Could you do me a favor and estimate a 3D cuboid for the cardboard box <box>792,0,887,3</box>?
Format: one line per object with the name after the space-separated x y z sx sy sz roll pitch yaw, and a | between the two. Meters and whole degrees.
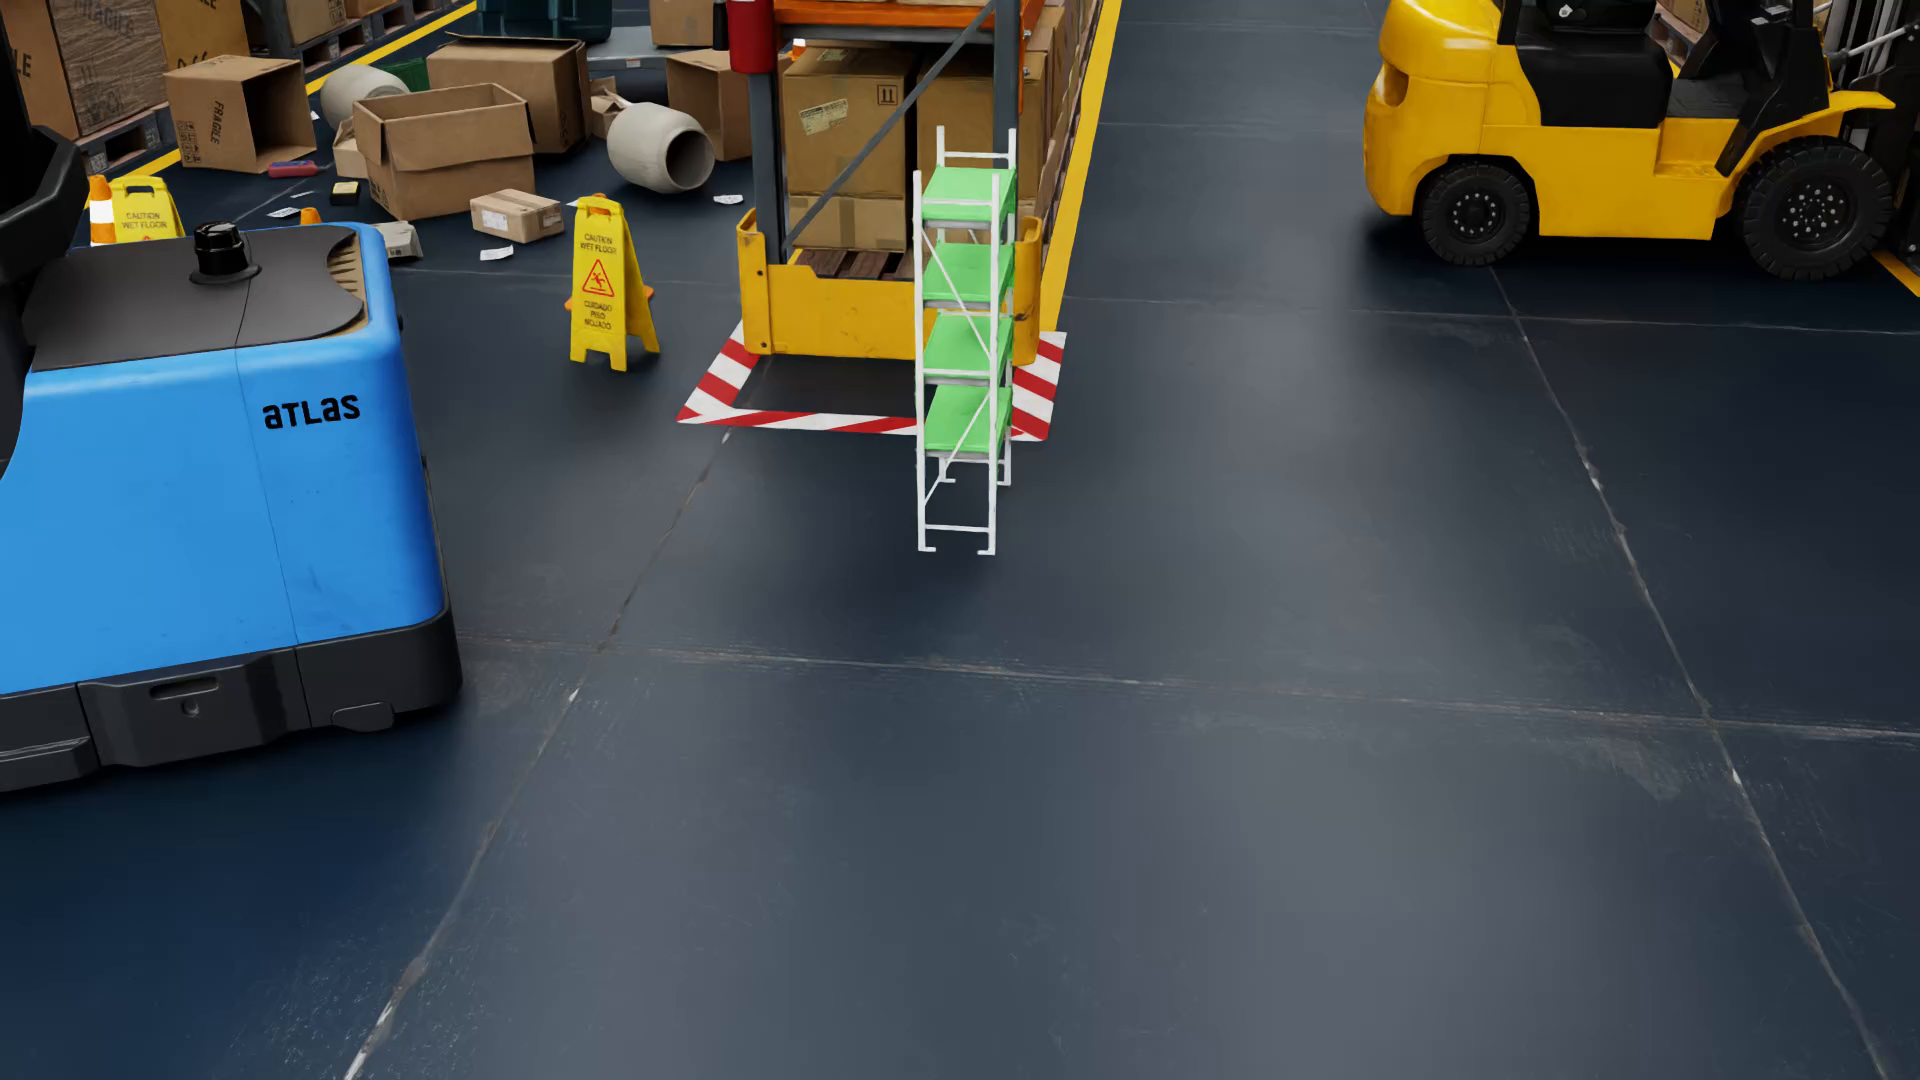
-0.448 -2.155 6.352 0.380 0.149 0.250 4 29 8 | cardboard box

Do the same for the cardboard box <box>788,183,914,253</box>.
-0.447 -1.459 7.251 0.500 0.250 0.500 3 28 6 | cardboard box

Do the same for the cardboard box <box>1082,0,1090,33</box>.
0.355 -3.573 11.048 0.950 0.372 0.625 5 29 9 | cardboard box

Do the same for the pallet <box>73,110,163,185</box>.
-5.035 -2.043 8.820 1.003 0.211 1.213 3 28 6 | pallet

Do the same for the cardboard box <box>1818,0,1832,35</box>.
4.692 -2.638 8.386 0.500 0.250 0.500 3 28 6 | cardboard box

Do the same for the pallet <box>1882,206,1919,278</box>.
4.849 -1.498 7.807 1.003 0.211 1.213 3 28 6 | pallet

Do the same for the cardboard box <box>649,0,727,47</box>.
-1.562 -3.282 10.017 0.500 0.500 0.500 3 28 6 | cardboard box

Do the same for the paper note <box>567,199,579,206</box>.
-1.889 -1.717 8.416 0.148 0.019 0.142 14 31 24 | paper note

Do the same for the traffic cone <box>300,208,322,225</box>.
-2.653 -1.142 6.882 0.336 0.463 0.334 3 28 6 | traffic cone

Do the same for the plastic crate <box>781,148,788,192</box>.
-0.798 -1.983 8.847 0.402 0.080 0.583 -6 29 -11 | plastic crate

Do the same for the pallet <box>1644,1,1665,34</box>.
5.485 -3.943 12.347 1.003 0.211 1.213 3 28 6 | pallet

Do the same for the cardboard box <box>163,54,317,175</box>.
-3.889 -2.310 9.008 0.500 0.500 0.500 8 29 15 | cardboard box

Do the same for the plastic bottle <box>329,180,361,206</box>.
-3.135 -1.779 8.487 0.133 0.061 0.283 -6 29 -11 | plastic bottle

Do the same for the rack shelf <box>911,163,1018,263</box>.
0.020 -0.972 4.913 0.258 0.148 0.480 3 28 6 | rack shelf

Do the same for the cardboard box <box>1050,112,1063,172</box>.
0.216 -1.912 8.093 0.500 0.250 0.500 5 29 10 | cardboard box

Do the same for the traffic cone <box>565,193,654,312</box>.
-1.509 -1.238 7.059 0.336 0.463 0.334 3 28 6 | traffic cone

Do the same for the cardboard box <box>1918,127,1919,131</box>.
4.509 -1.712 7.194 0.500 0.250 0.500 3 28 5 | cardboard box

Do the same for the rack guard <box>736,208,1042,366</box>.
-0.273 -1.012 6.602 1.175 0.500 0.348 3 28 6 | rack guard

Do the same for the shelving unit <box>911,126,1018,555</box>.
0.020 -0.606 5.110 0.258 1.200 0.503 3 28 6 | shelving unit

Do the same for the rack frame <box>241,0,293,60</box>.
-4.717 -4.200 9.883 1.000 3.000 0.127 3 28 6 | rack frame

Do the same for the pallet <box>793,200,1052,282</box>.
-0.138 -1.265 7.376 1.003 0.211 1.213 3 28 6 | pallet

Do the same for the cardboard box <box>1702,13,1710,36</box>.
5.290 -3.424 10.503 0.875 0.625 0.625 3 28 6 | cardboard box

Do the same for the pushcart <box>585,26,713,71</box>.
-2.061 -2.914 10.262 1.648 0.377 0.936 -6 29 -11 | pushcart

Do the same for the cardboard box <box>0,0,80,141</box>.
-5.084 -2.304 8.161 0.875 0.875 0.875 3 28 5 | cardboard box

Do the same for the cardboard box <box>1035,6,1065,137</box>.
0.223 -2.238 7.908 0.500 0.500 0.500 4 29 7 | cardboard box

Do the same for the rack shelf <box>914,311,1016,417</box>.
0.020 -0.550 5.140 0.258 0.148 0.480 3 28 6 | rack shelf

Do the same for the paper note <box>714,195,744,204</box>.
-1.174 -1.735 8.438 0.142 0.019 0.148 -6 29 -11 | paper note

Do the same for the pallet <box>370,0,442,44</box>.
-4.550 -3.916 12.296 1.003 0.211 1.213 3 28 6 | pallet

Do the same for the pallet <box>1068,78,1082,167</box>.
0.161 -2.414 9.508 1.003 0.211 1.213 3 28 6 | pallet

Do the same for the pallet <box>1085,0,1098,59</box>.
0.449 -3.675 11.848 1.003 0.211 1.213 3 28 6 | pallet

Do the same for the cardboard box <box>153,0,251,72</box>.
-4.863 -3.157 9.746 0.875 0.875 0.875 4 29 7 | cardboard box

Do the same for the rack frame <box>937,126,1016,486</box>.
0.050 -0.721 5.323 0.240 1.200 0.015 3 28 6 | rack frame

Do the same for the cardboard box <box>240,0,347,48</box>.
-4.730 -3.692 10.869 1.050 0.750 0.750 3 28 6 | cardboard box

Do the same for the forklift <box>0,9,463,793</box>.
-2.886 -0.803 3.651 3.031 2.935 1.130 -10 30 -17 | forklift

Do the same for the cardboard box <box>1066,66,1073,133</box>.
0.347 -2.389 8.978 0.500 0.250 0.500 3 28 5 | cardboard box

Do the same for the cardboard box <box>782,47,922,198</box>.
-0.443 -1.774 7.045 0.500 0.500 0.500 4 29 7 | cardboard box

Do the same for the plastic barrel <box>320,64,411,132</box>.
-3.333 -2.443 9.338 0.421 0.421 0.512 -24 36 -37 | plastic barrel

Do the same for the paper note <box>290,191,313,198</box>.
-3.374 -1.773 8.531 0.032 0.001 0.123 20 34 32 | paper note

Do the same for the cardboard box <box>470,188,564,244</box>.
-2.126 -1.556 7.981 0.380 0.149 0.250 20 34 32 | cardboard box

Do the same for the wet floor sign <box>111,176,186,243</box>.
-3.245 -1.152 6.708 0.267 0.644 0.232 -1 28 -3 | wet floor sign

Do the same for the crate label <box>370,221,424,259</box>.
-2.618 -1.372 7.653 0.250 0.136 0.298 -11 30 -20 | crate label

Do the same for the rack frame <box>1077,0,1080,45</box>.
0.208 -3.960 9.438 1.000 3.000 0.127 3 28 6 | rack frame

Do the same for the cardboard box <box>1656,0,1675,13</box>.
5.463 -4.095 11.749 0.875 0.625 0.625 4 29 8 | cardboard box

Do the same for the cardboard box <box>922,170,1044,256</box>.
0.091 -1.415 7.170 0.500 0.250 0.500 3 28 6 | cardboard box

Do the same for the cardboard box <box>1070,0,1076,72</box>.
0.342 -2.731 8.822 0.500 0.500 0.500 4 29 7 | cardboard box

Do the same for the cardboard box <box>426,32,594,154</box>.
-2.473 -2.452 9.128 0.797 0.637 0.503 3 28 6 | cardboard box

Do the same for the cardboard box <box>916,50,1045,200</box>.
0.094 -1.756 7.013 0.500 0.500 0.500 2 28 4 | cardboard box
